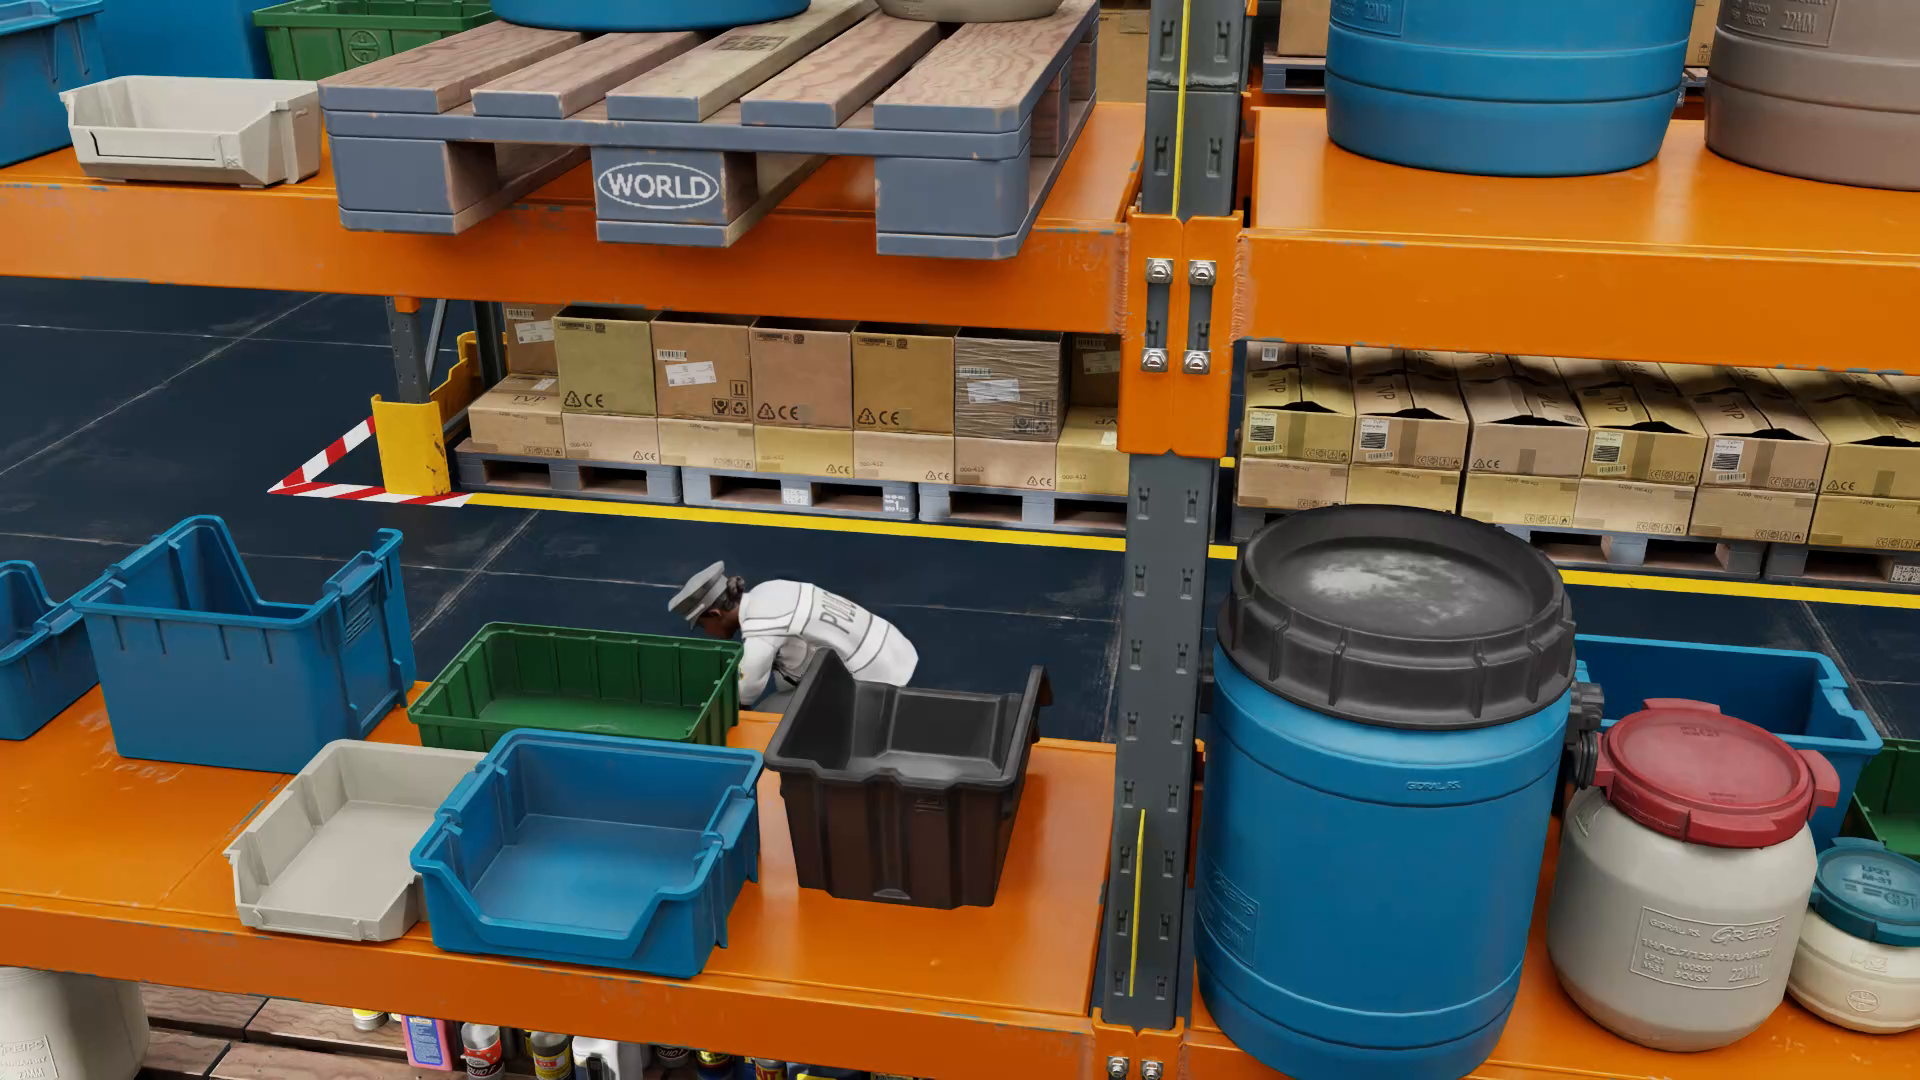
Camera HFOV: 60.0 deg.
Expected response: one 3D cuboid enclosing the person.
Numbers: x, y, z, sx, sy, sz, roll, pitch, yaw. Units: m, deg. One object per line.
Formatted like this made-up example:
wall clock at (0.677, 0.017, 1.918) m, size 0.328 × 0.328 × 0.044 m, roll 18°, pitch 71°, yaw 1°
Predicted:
person at (-0.488, 0.126, 5.807) m, size 0.540 × 1.688 × 0.450 m, roll 4°, pitch 25°, yaw 9°
